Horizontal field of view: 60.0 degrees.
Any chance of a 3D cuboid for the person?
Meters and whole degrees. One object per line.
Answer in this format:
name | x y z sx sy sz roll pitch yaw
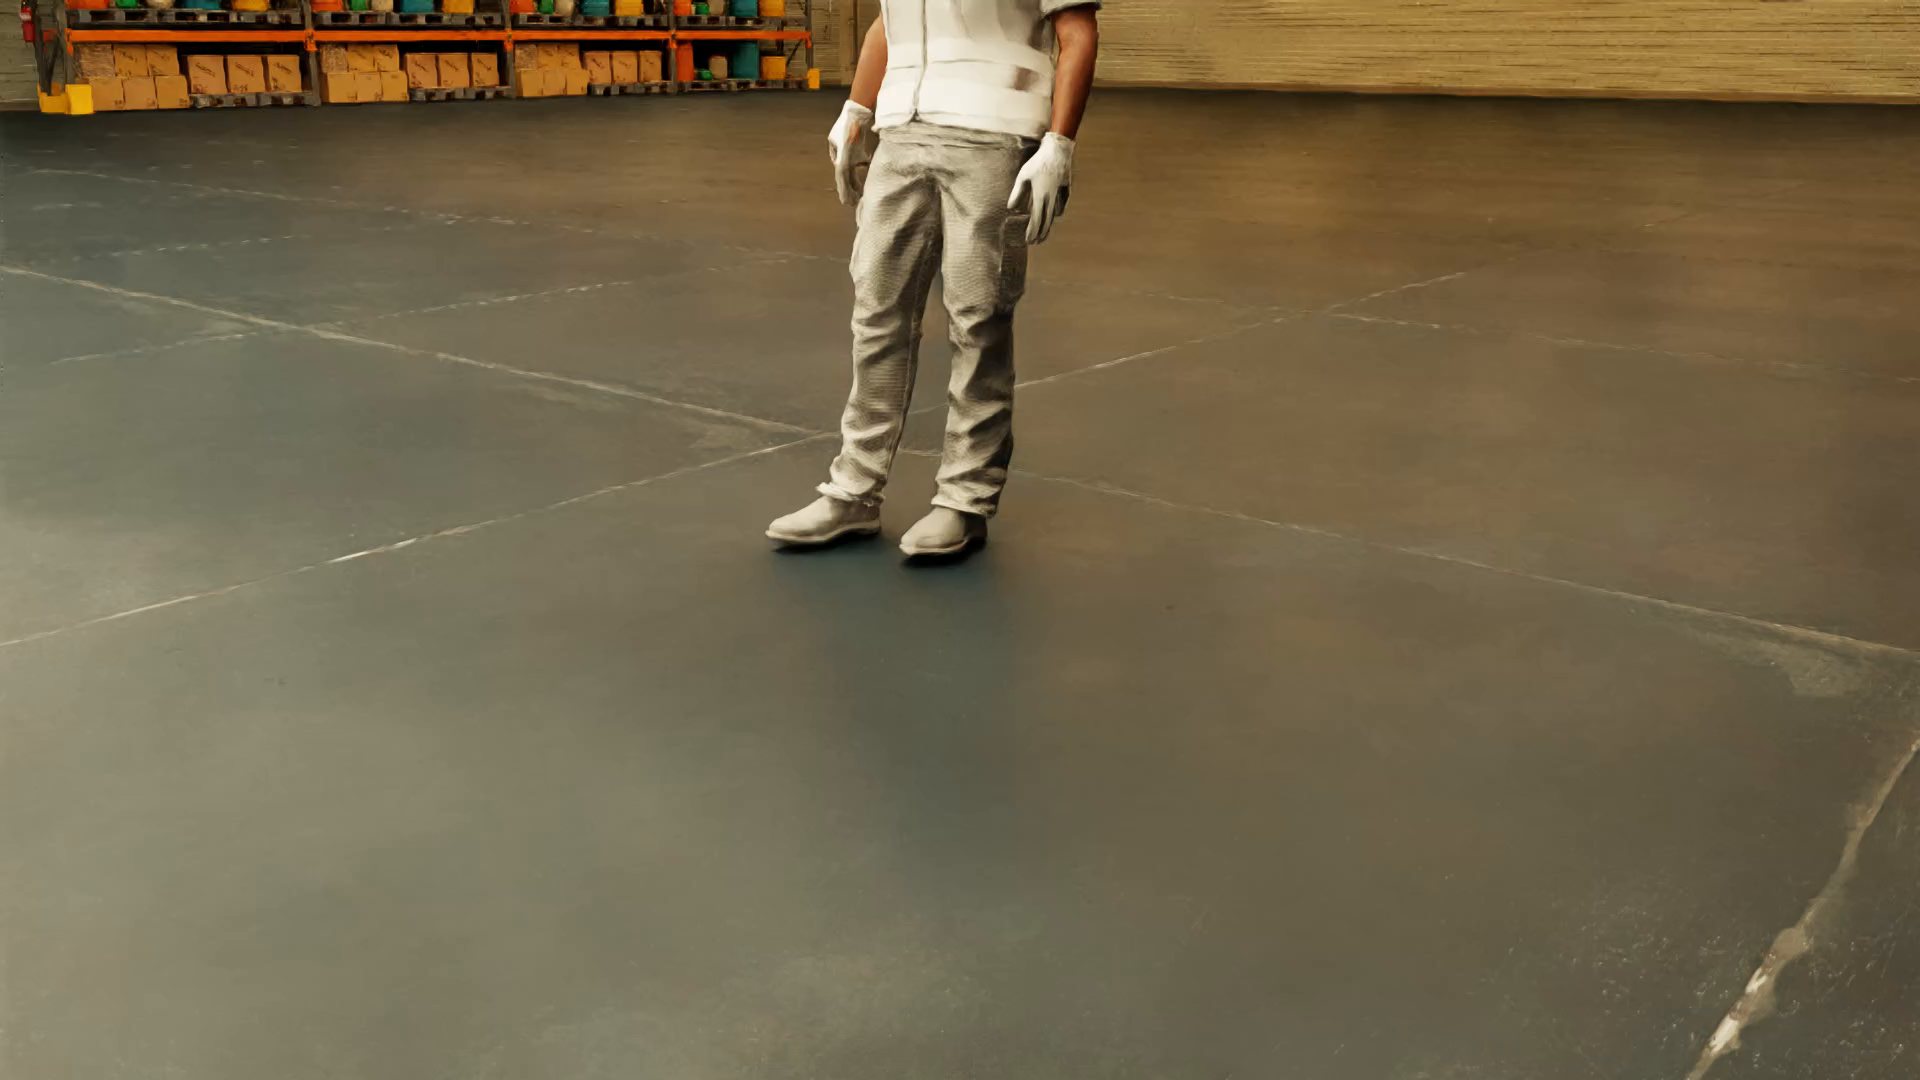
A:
person | -0.052 -0.845 3.633 0.655 1.782 0.576 13 21 37
